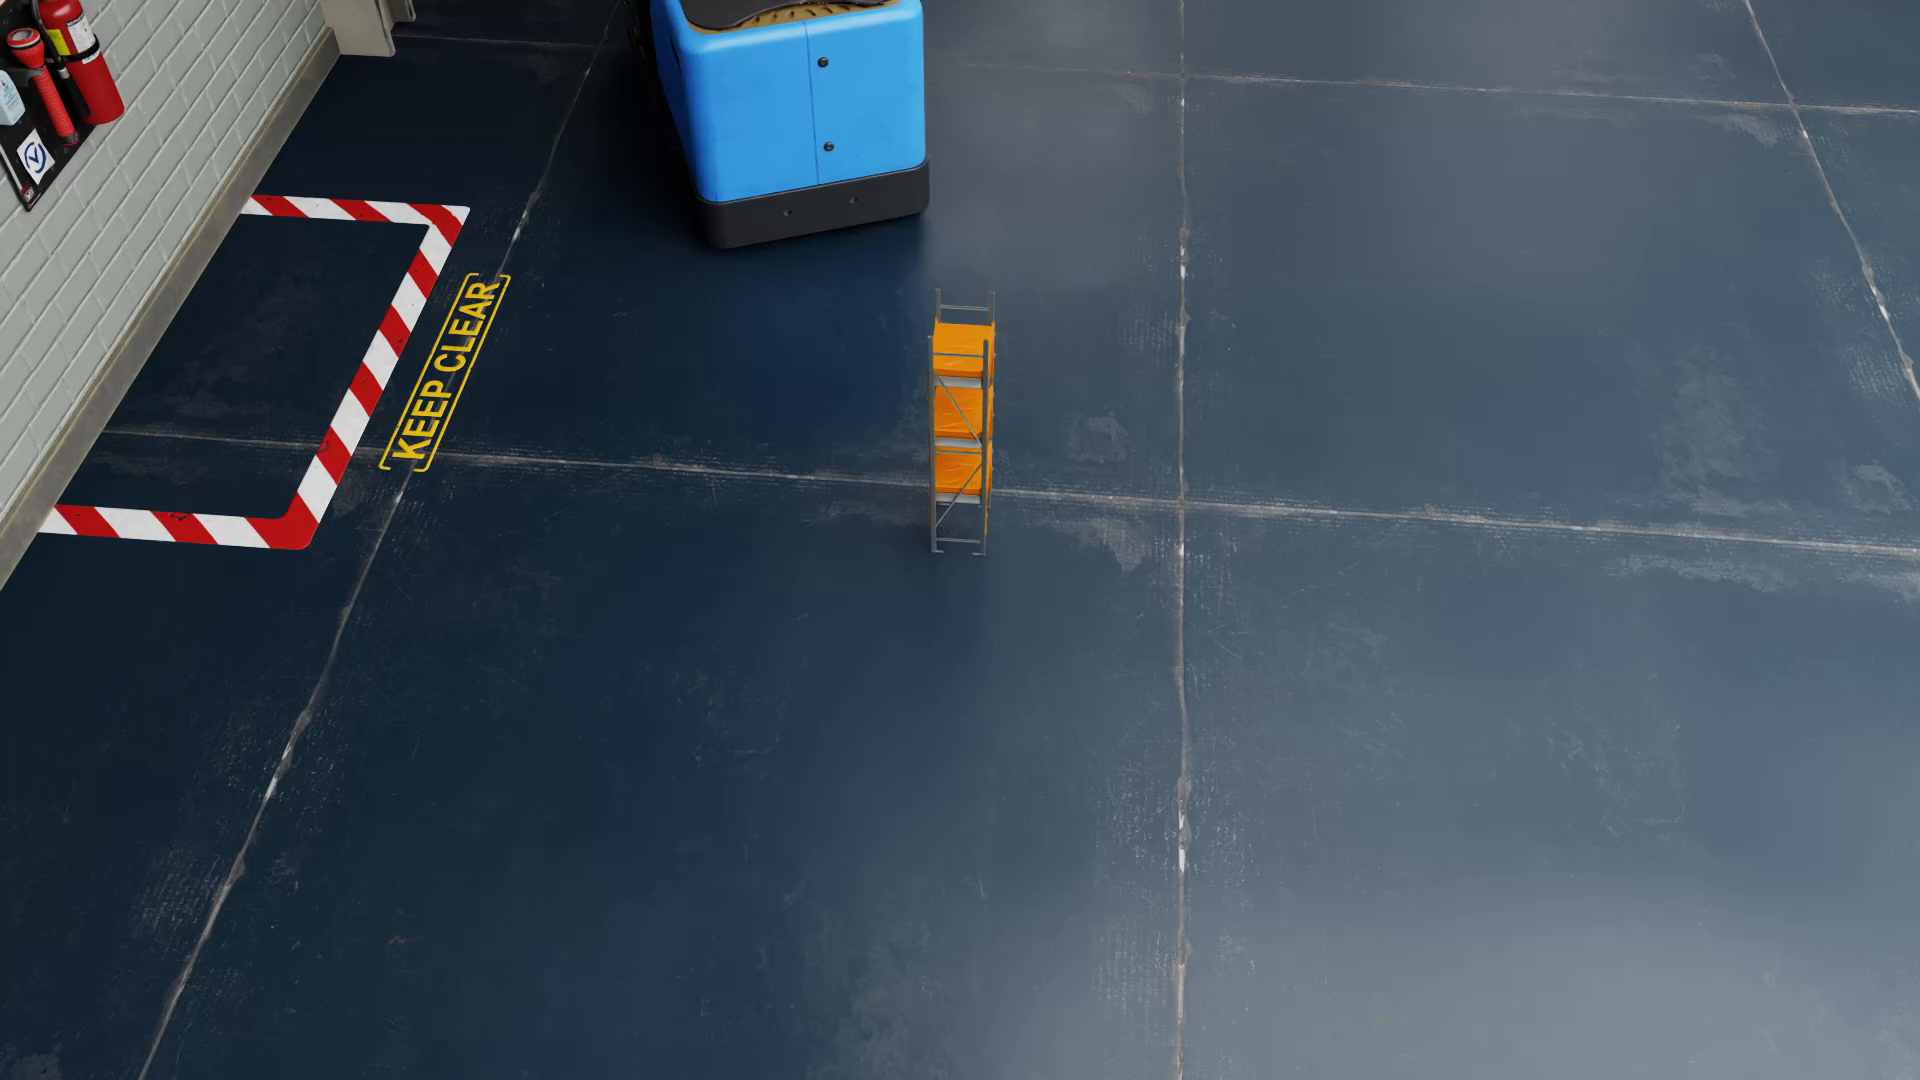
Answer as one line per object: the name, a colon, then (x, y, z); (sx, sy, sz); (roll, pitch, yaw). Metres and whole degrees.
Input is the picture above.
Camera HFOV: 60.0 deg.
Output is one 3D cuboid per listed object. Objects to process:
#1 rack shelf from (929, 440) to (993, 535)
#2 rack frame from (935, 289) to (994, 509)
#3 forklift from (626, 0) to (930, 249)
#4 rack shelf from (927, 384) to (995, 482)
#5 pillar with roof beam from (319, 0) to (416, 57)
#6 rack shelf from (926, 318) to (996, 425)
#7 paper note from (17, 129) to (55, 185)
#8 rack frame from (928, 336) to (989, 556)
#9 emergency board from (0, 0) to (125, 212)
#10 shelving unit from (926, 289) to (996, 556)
rack shelf: (0.005, -0.199, 6.111); (0.215, 0.259, 0.240); (4, 48, 4)
rack frame: (0.016, -0.483, 5.981); (0.200, 1.050, 0.008); (4, 48, 4)
forklift: (-1.059, -3.384, 7.359); (1.130, 2.935, 3.031); (-13, 49, -11)
rack shelf: (0.005, -0.386, 5.906); (0.215, 0.259, 0.240); (4, 48, 4)
pillar with roof beam: (1.246, -5.379, 5.071); (9.100, 9.000, 0.400); (4, 48, 4)
rack shelf: (0.005, -0.578, 5.697); (0.215, 0.259, 0.240); (4, 48, 4)
paper note: (-3.390, -1.408, 6.102); (0.016, 0.148, 0.142); (4, 48, 4)
rack frame: (-0.006, -0.304, 5.817); (0.200, 1.050, 0.008); (4, 48, 4)
emergency board: (-3.305, -1.830, 5.891); (0.194, 1.169, 0.643); (4, 48, 4)
shelving unit: (0.005, -0.394, 5.899); (0.215, 1.050, 0.252); (4, 48, 4)
